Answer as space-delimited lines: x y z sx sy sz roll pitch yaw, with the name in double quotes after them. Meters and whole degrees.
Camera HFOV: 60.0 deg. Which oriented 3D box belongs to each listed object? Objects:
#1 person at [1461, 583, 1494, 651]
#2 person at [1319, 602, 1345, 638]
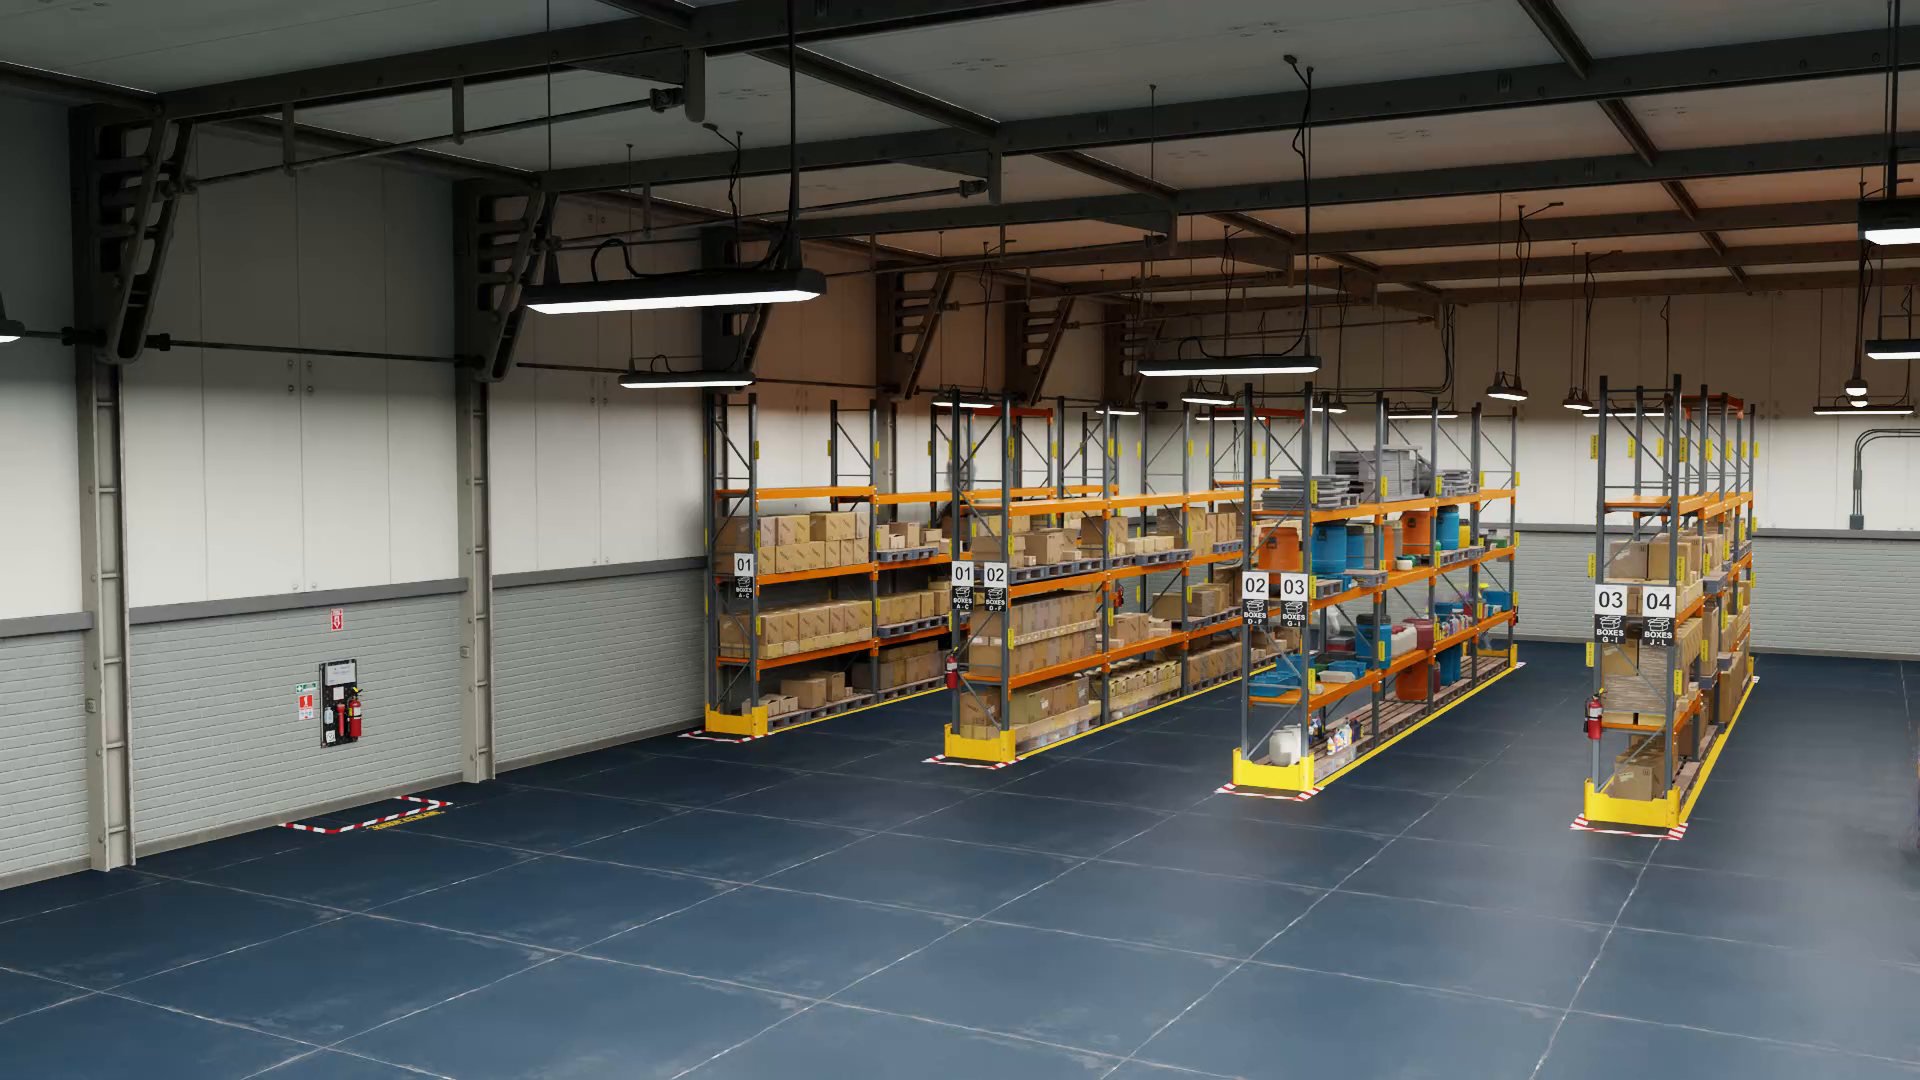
12.818 1.920 41.256 1.078 1.753 0.699 3 4 44 "person"
9.229 1.889 41.194 0.708 1.833 0.789 -2 4 -37 "person"
